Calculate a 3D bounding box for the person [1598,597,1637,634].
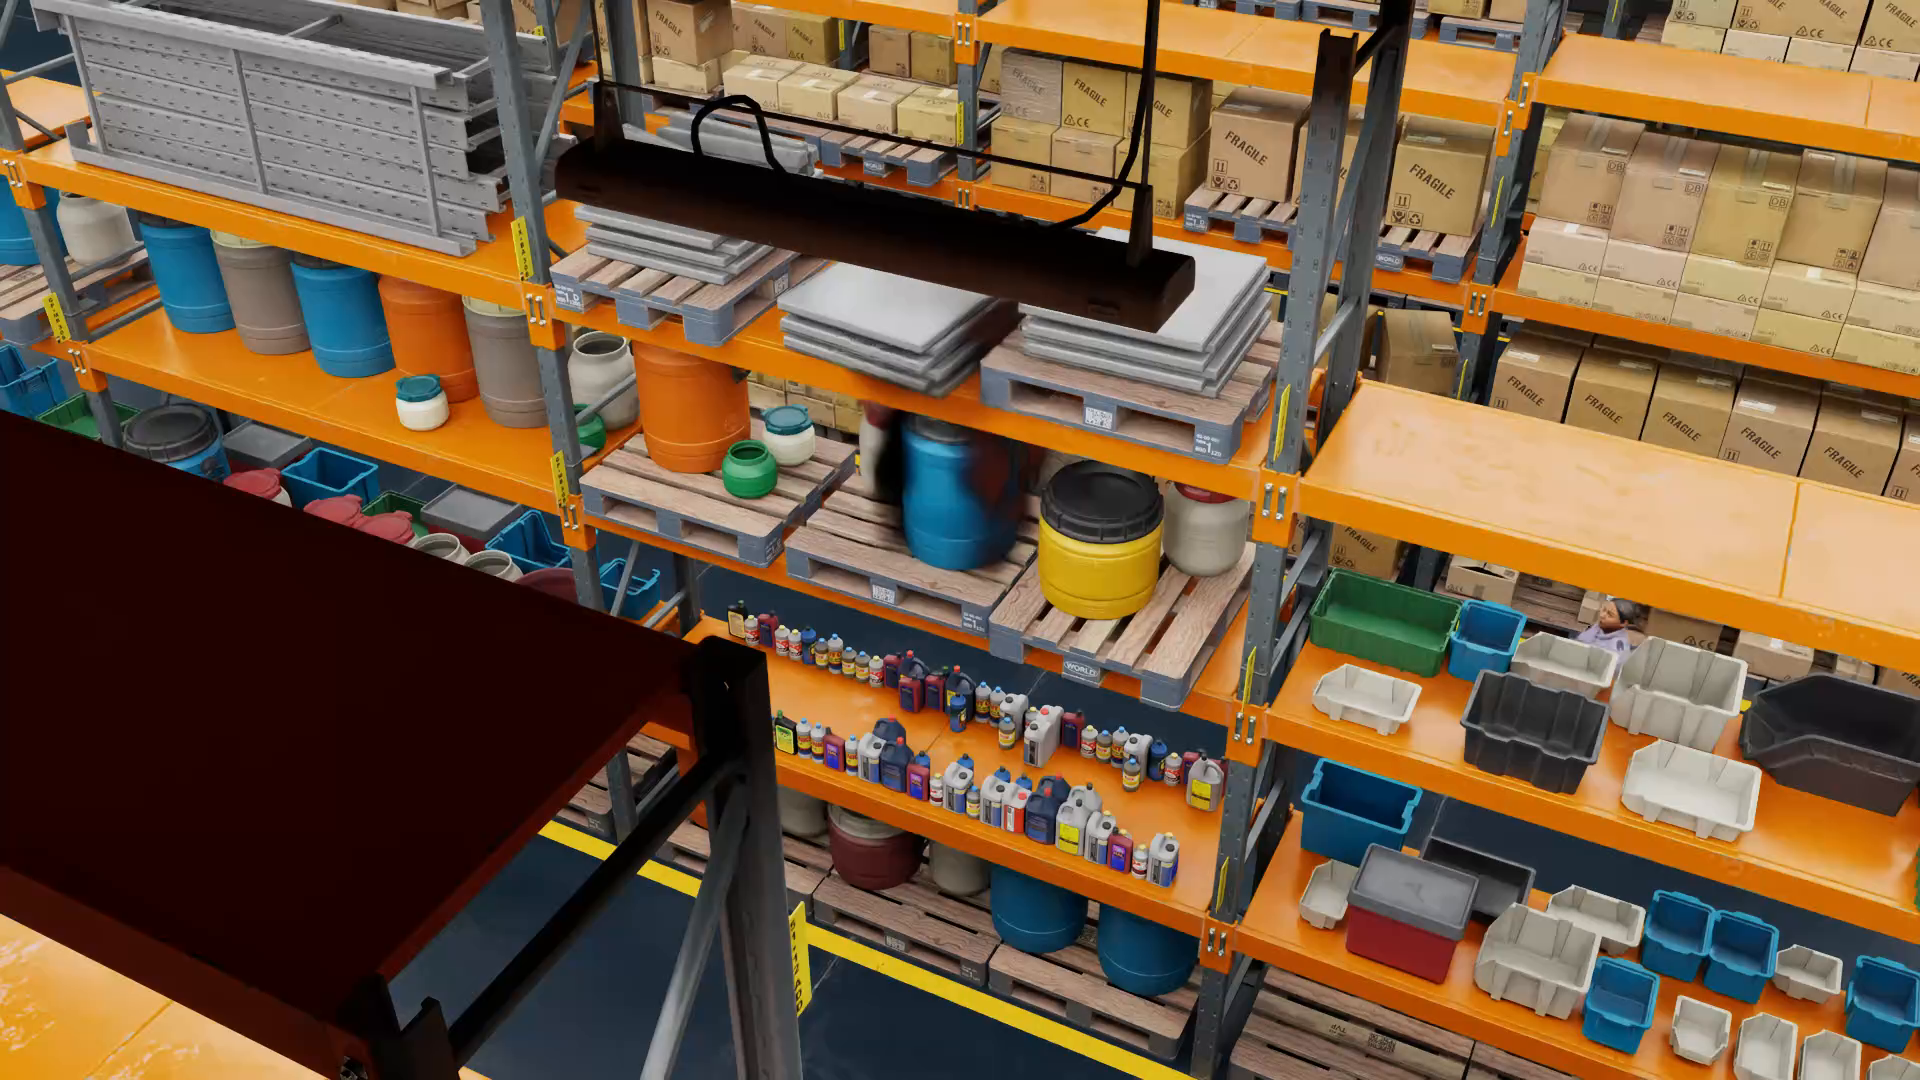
[{"bbox_3d":[4.150,1.011,10.952,0.786,1.546,0.463,14,38,20],"label":"person"}]
